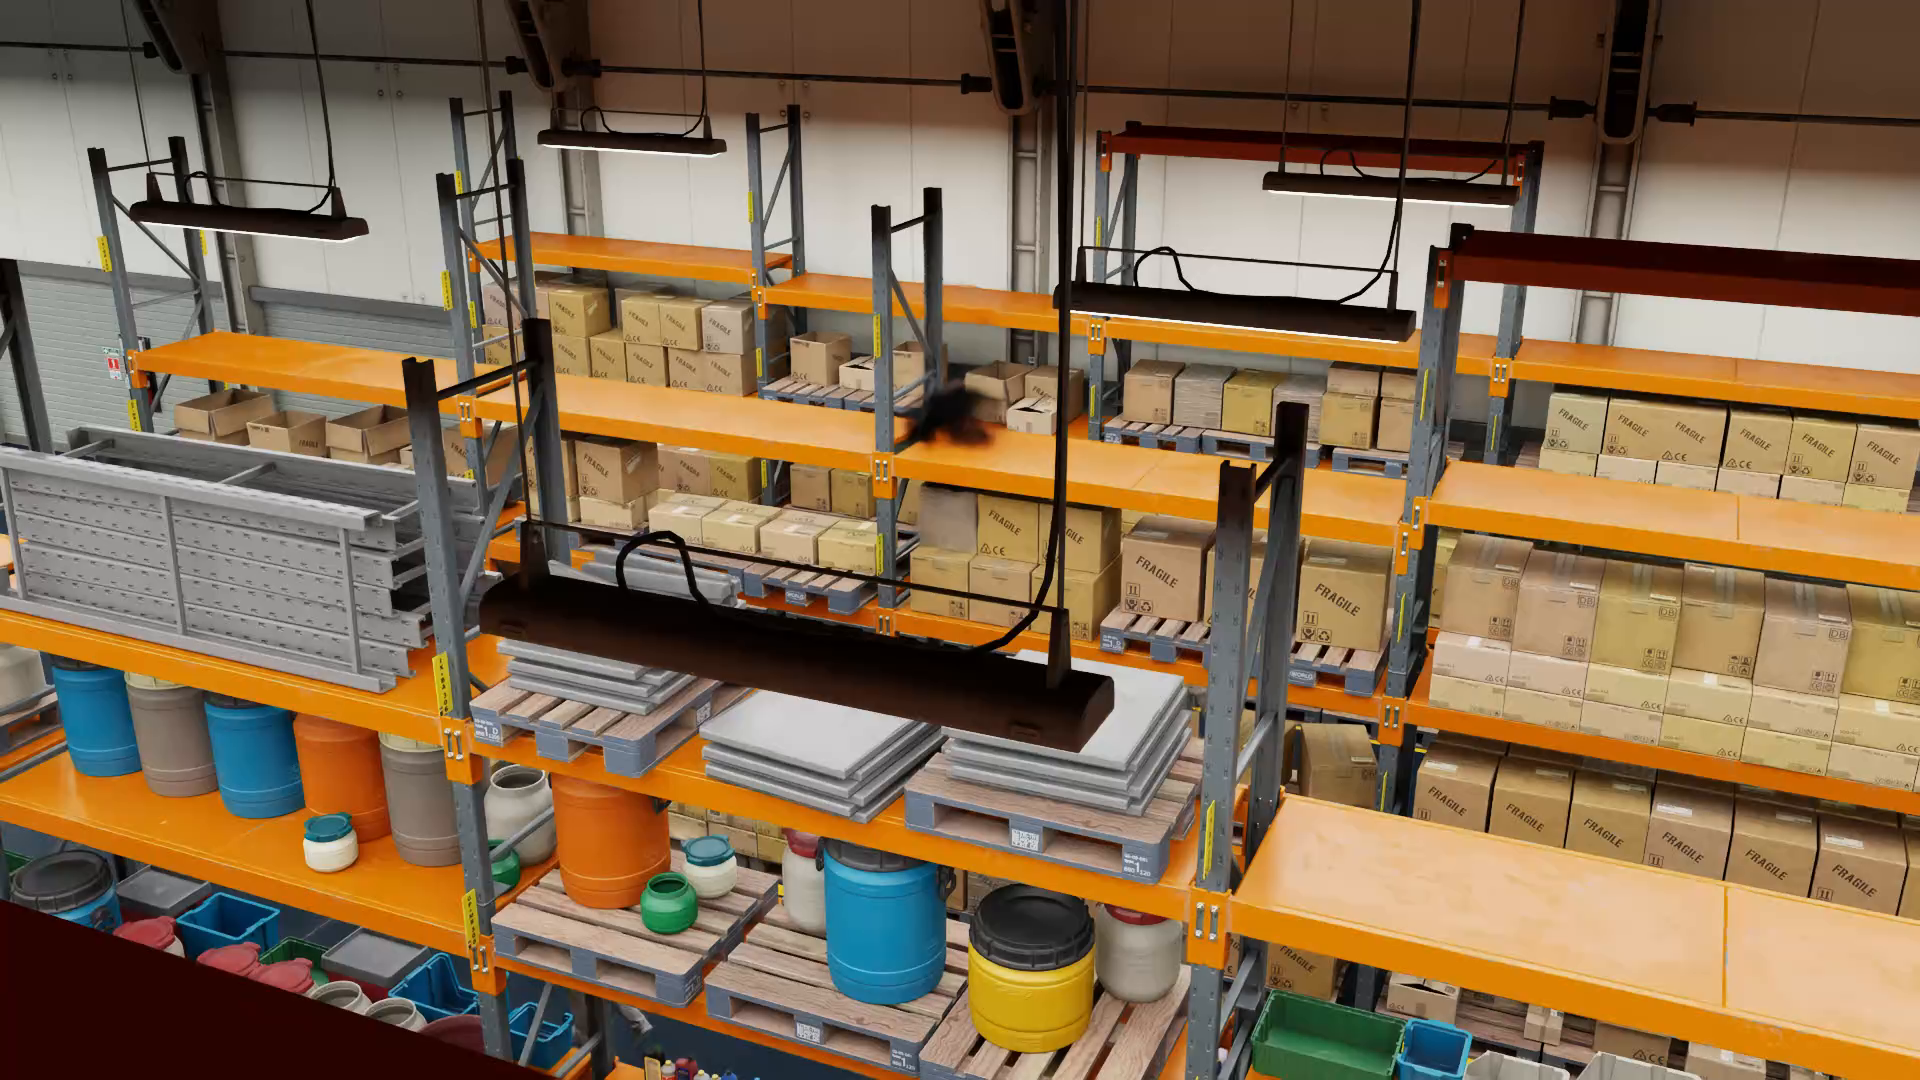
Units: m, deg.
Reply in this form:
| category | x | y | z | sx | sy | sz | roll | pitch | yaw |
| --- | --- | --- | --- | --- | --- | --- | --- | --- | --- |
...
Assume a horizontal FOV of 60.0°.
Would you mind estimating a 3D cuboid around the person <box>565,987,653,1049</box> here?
| category | x | y | z | sx | sy | sz | roll | pitch | yaw |
| --- | --- | --- | --- | --- | --- | --- | --- | --- | --- |
| person | -2.584 | 2.867 | 11.780 | 0.758 | 1.769 | 0.715 | 8 | 22 | 20 |

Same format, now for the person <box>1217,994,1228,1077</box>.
| category | x | y | z | sx | sy | sz | roll | pitch | yaw |
| --- | --- | --- | --- | --- | --- | --- | --- | --- | --- |
| person | 1.508 | 3.558 | 10.488 | 0.649 | 1.658 | 0.601 | 7 | 22 | 17 |

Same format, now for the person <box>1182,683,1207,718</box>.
| category | x | y | z | sx | sy | sz | roll | pitch | yaw |
| --- | --- | --- | --- | --- | --- | --- | --- | --- | --- |
| person | 2.294 | 1.225 | 16.064 | 0.878 | 1.829 | 0.684 | 7 | 22 | 18 |
